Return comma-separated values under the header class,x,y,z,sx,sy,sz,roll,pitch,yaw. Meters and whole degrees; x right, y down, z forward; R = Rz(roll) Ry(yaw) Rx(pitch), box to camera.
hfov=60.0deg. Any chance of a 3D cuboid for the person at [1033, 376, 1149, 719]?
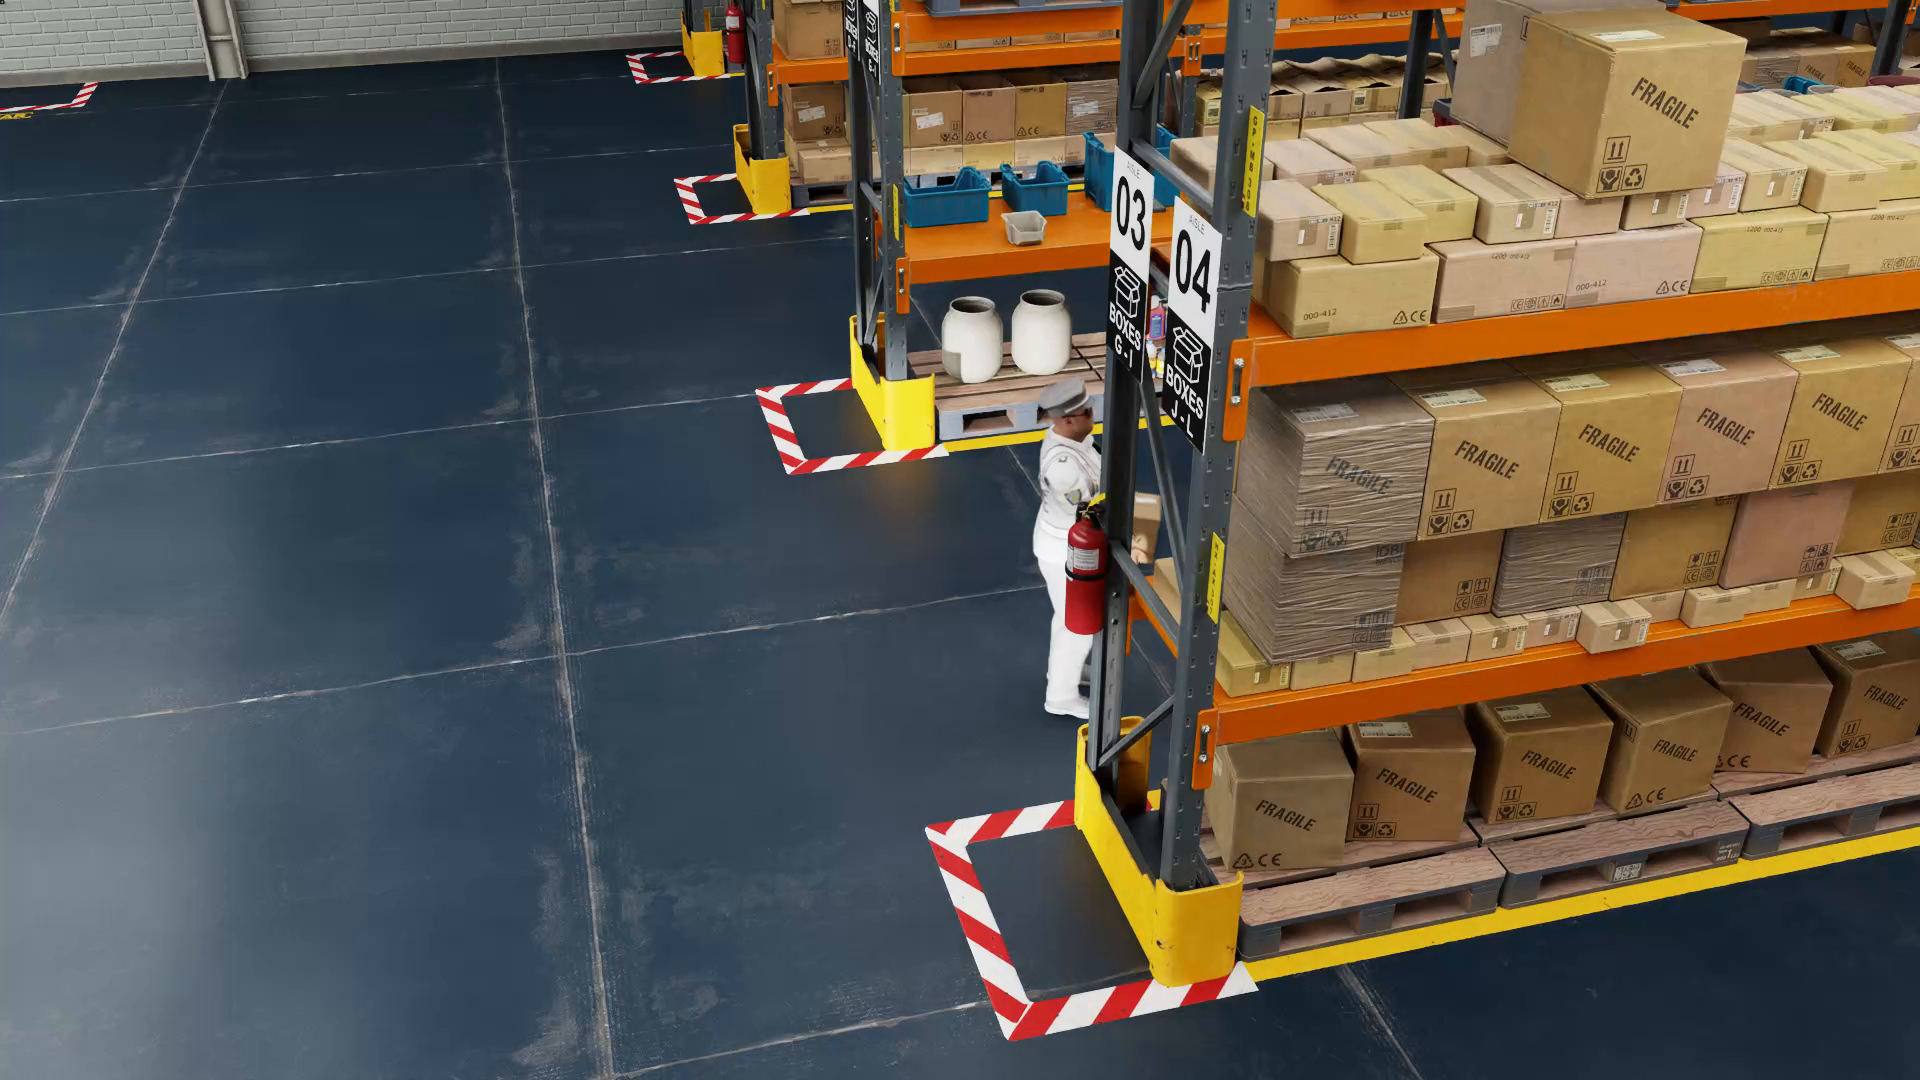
class,x,y,z,sx,sy,sz,roll,pitch,yaw
person,0.640,0.026,8.164,0.562,1.772,0.504,2,30,3
